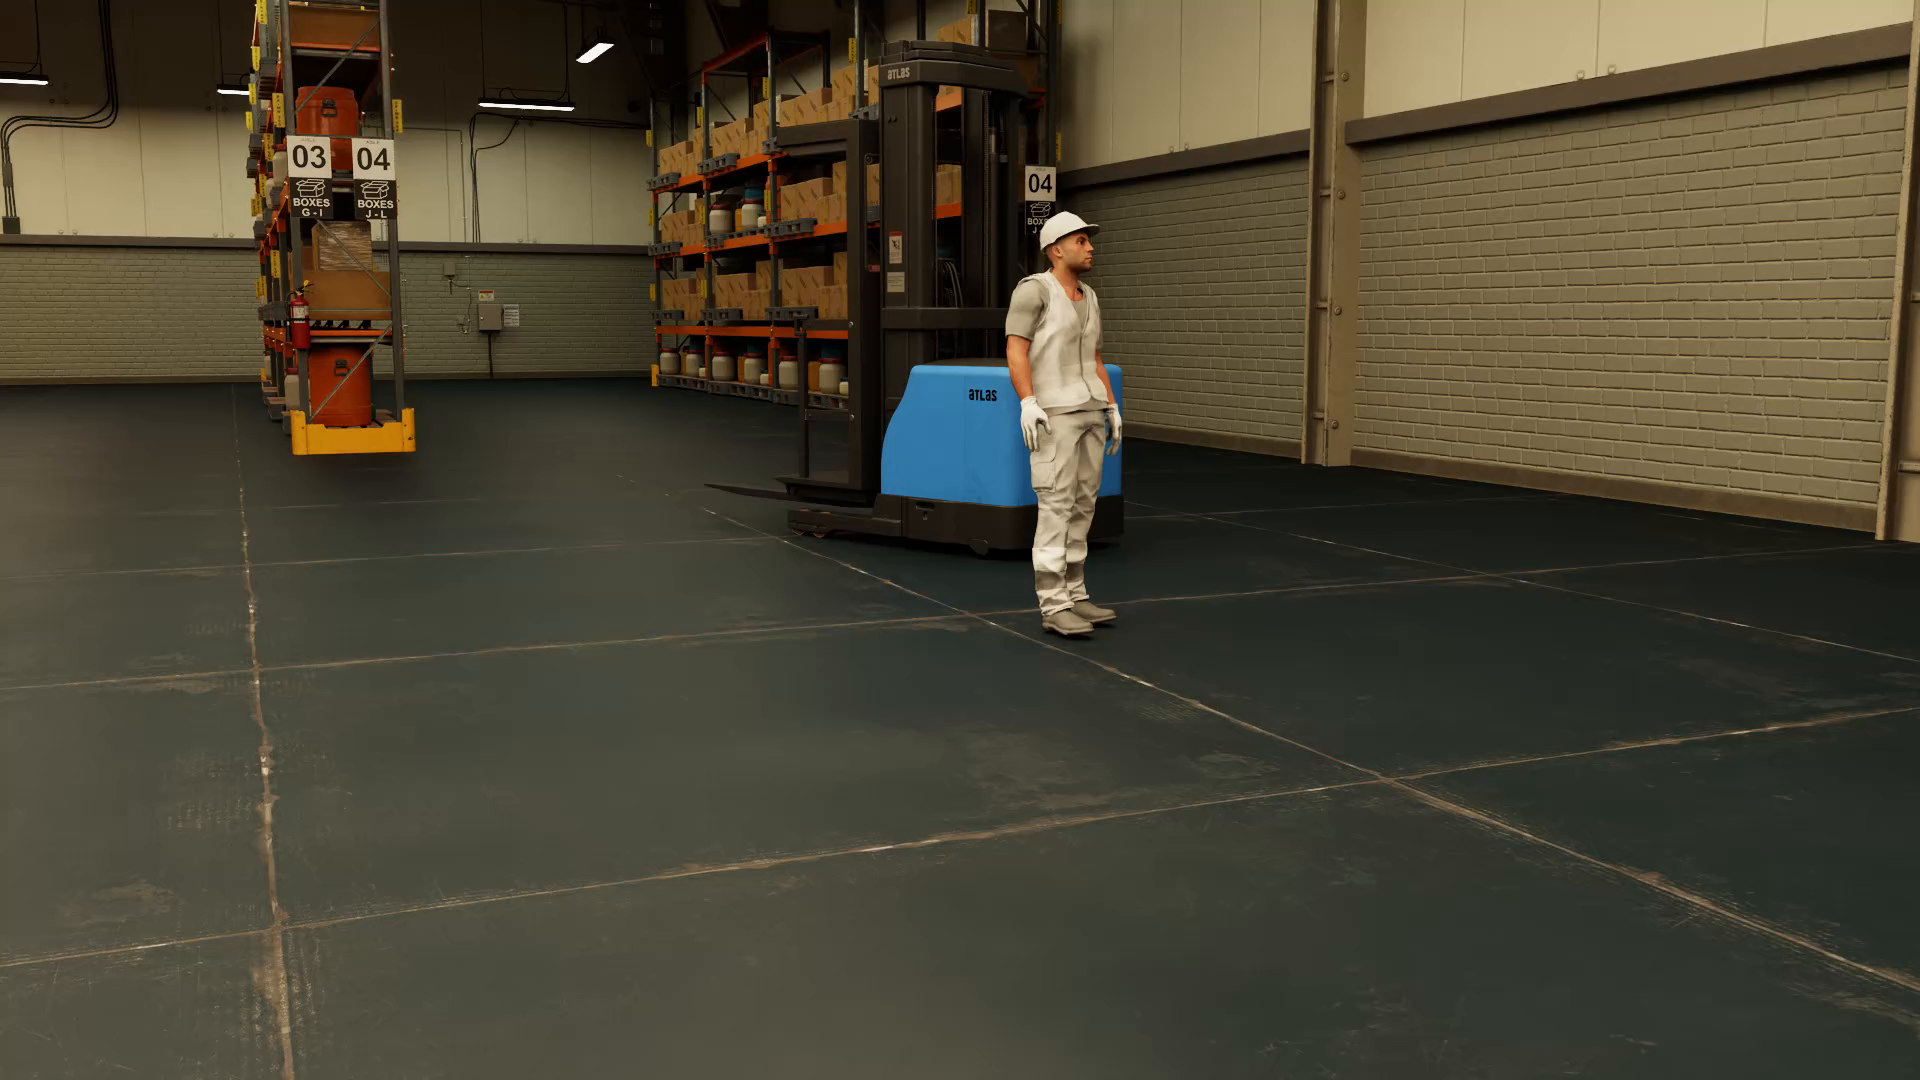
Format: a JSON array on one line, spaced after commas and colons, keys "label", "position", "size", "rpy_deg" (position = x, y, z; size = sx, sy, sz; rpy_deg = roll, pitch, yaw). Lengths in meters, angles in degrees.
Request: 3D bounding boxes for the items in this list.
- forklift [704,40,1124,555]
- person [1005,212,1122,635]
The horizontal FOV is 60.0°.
[{"label": "forklift", "position": [-0.436, -1.509, 10.383], "size": [3.031, 2.935, 1.130], "rpy_deg": [7, 10, 44]}, {"label": "person", "position": [0.520, -0.522, 7.208], "size": [0.564, 1.787, 0.637], "rpy_deg": [7, 10, 43]}]
